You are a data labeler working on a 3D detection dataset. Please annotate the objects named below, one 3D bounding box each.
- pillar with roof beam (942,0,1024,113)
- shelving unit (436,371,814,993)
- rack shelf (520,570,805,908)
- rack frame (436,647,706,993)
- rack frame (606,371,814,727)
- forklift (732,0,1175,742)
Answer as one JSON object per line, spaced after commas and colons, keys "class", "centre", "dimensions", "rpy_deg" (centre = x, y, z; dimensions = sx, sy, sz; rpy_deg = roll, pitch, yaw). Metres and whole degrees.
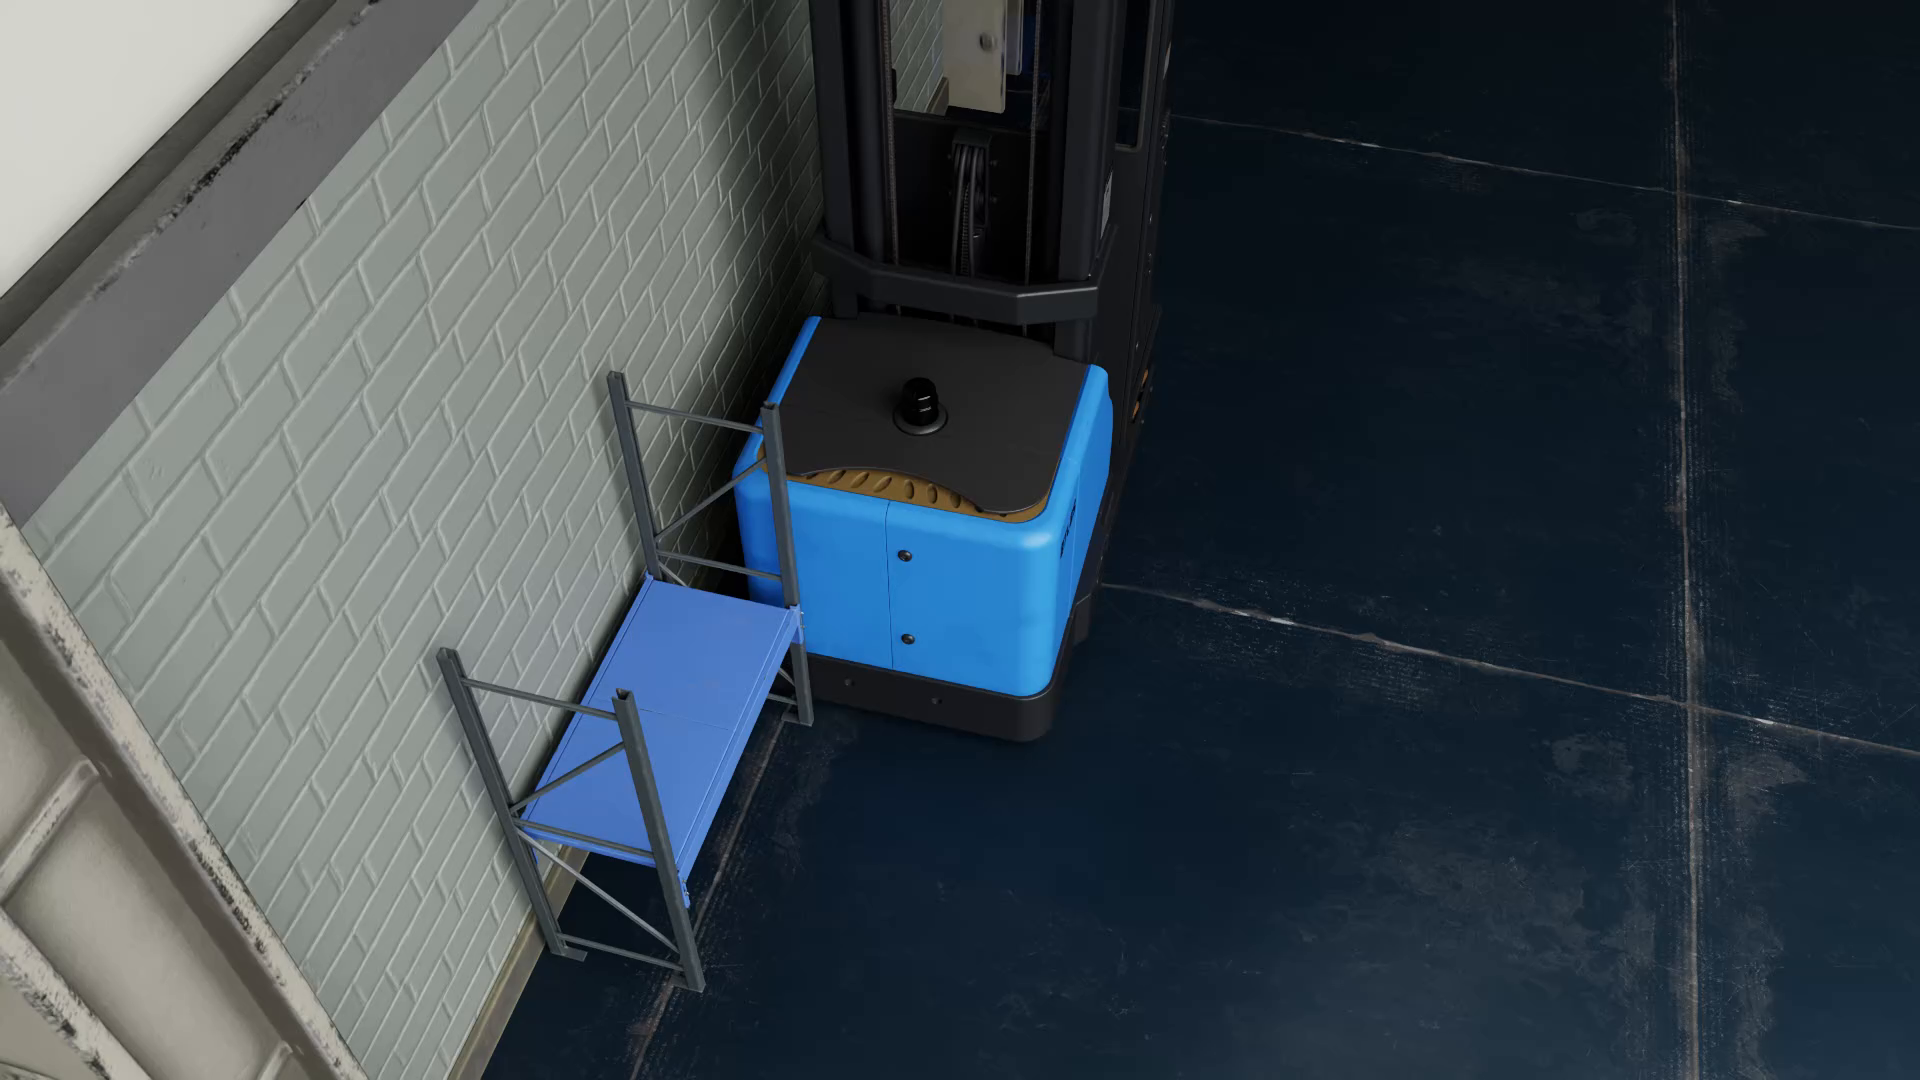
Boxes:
{"class": "pillar with roof beam", "centre": [4.264, -4.379, 4.113], "dimensions": [9.100, 9.000, 0.400], "rpy_deg": [12, 50, 10]}
{"class": "shelving unit", "centre": [-0.882, 0.449, 4.854], "dimensions": [0.538, 1.500, 1.048], "rpy_deg": [12, 50, 10]}
{"class": "rack shelf", "centre": [-0.882, 0.568, 4.988], "dimensions": [0.538, 0.185, 1.000], "rpy_deg": [12, 50, 10]}
{"class": "rack frame", "centre": [-1.018, 0.816, 4.530], "dimensions": [0.500, 1.500, 0.032], "rpy_deg": [12, 50, 10]}
{"class": "rack frame", "centre": [-0.745, 0.082, 5.178], "dimensions": [0.500, 1.500, 0.032], "rpy_deg": [12, 50, 10]}
{"class": "forklift", "centre": [0.159, -1.427, 5.554], "dimensions": [1.130, 2.935, 3.031], "rpy_deg": [11, 50, 10]}
